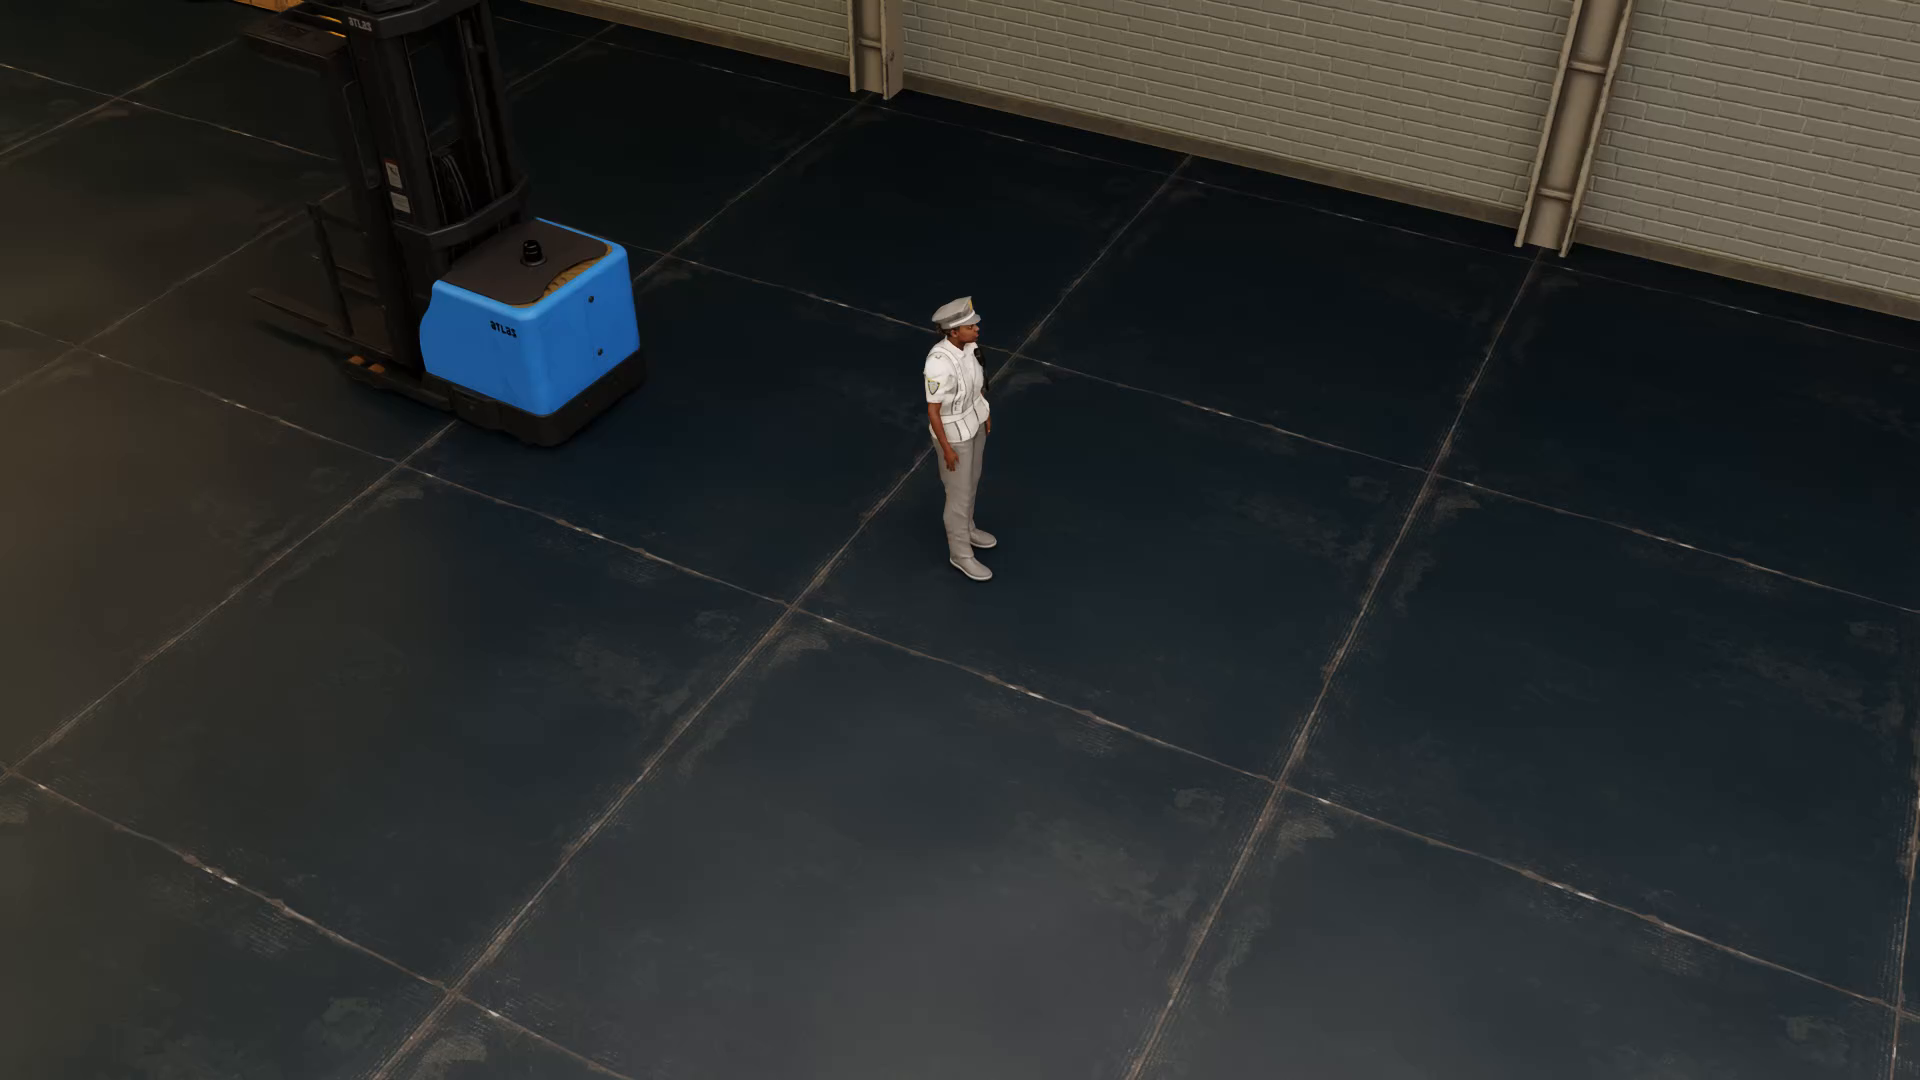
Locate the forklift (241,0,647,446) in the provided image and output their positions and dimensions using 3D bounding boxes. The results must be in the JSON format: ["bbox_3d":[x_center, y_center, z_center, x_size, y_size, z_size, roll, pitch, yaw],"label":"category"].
[{"bbox_3d":[-3.698,-2.441,10.884,3.031,2.935,1.130,21,44,23],"label":"forklift"}]

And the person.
[{"bbox_3d":[0.057,-0.620,9.672,0.530,1.694,0.569,18,43,21],"label":"person"}]
